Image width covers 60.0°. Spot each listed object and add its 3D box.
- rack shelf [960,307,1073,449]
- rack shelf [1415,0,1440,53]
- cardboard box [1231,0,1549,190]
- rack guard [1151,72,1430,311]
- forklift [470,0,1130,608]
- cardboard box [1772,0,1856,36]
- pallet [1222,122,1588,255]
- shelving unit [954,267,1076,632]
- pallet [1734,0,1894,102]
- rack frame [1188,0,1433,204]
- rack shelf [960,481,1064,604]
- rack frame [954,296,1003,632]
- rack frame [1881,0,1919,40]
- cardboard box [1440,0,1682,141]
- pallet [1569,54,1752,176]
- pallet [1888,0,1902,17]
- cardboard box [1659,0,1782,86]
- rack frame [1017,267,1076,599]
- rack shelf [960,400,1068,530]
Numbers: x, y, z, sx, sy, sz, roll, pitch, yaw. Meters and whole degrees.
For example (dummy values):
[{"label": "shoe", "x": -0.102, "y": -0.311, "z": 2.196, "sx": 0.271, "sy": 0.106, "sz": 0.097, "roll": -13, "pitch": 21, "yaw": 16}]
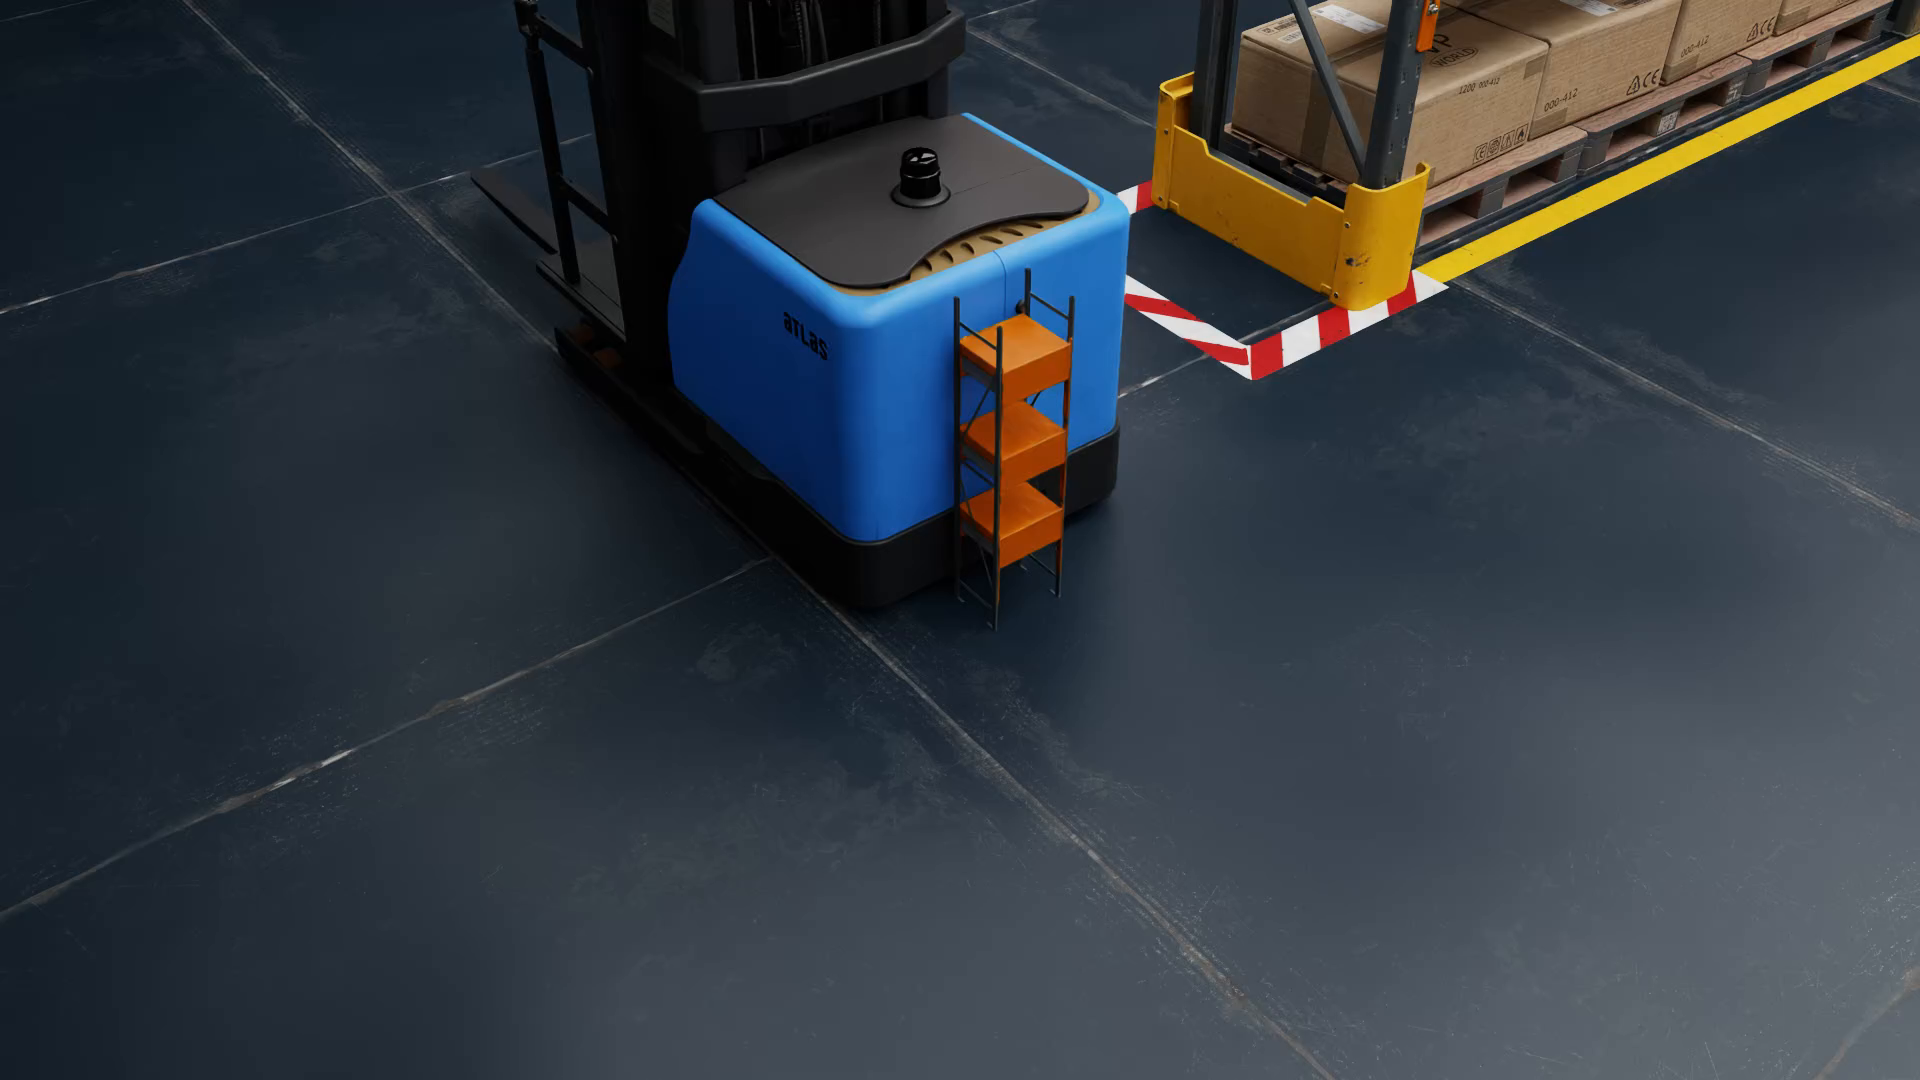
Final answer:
[{"label": "rack shelf", "x": 0.143, "y": -0.444, "z": 4.533, "sx": 0.240, "sy": 0.259, "sz": 0.215, "roll": -26, "pitch": 46, "yaw": -28}, {"label": "rack shelf", "x": 2.874, "y": -2.875, "z": 6.957, "sx": 4.000, "sy": 0.370, "sz": 1.077, "roll": -26, "pitch": 46, "yaw": -28}, {"label": "cardboard box", "x": 1.751, "y": -1.857, "z": 6.838, "sx": 0.875, "sy": 0.438, "sz": 0.875, "roll": -28, "pitch": 47, "yaw": -29}, {"label": "rack guard", "x": 1.269, "y": -1.405, "z": 6.568, "sx": 0.348, "sy": 0.500, "sz": 1.175, "roll": -26, "pitch": 46, "yaw": -28}, {"label": "forklift", "x": -0.792, "y": -1.815, "z": 5.151, "sx": 1.130, "sy": 2.935, "sz": 3.031, "roll": -26, "pitch": 46, "yaw": -28}, {"label": "cardboard box", "x": 3.897, "y": -2.909, "z": 8.120, "sx": 0.875, "sy": 0.438, "sz": 0.875, "roll": -27, "pitch": 46, "yaw": -29}, {"label": "pallet", "x": 1.874, "y": -1.650, "z": 7.096, "sx": 1.213, "sy": 0.211, "sz": 1.003, "roll": -26, "pitch": 46, "yaw": -28}, {"label": "shelving unit", "x": 0.143, "y": -0.233, "z": 4.706, "sx": 0.252, "sy": 1.050, "sz": 0.215, "roll": -26, "pitch": 46, "yaw": -28}, {"label": "pallet", "x": 3.809, "y": -2.593, "z": 8.245, "sx": 1.213, "sy": 0.211, "sz": 1.003, "roll": -26, "pitch": 46, "yaw": -28}, {"label": "rack frame", "x": 1.288, "y": -2.380, "z": 5.786, "sx": 0.127, "sy": 3.000, "sz": 1.000, "roll": -26, "pitch": 46, "yaw": -28}, {"label": "rack shelf", "x": 0.143, "y": -0.010, "z": 4.889, "sx": 0.240, "sy": 0.259, "sz": 0.215, "roll": -26, "pitch": 46, "yaw": -28}, {"label": "rack frame", "x": 0.047, "y": -0.186, "z": 4.649, "sx": 0.008, "sy": 1.050, "sz": 0.200, "roll": -26, "pitch": 46, "yaw": -28}, {"label": "rack frame", "x": 4.460, "y": -3.926, "z": 7.671, "sx": 0.127, "sy": 3.000, "sz": 1.000, "roll": -26, "pitch": 46, "yaw": -28}, {"label": "cardboard box", "x": 2.471, "y": -2.215, "z": 7.274, "sx": 0.875, "sy": 0.438, "sz": 0.875, "roll": -25, "pitch": 45, "yaw": -27}, {"label": "pallet", "x": 2.841, "y": -2.119, "z": 7.667, "sx": 1.213, "sy": 0.211, "sz": 1.003, "roll": -26, "pitch": 46, "yaw": -28}, {"label": "pallet", "x": 5.026, "y": -3.184, "z": 8.965, "sx": 1.213, "sy": 0.211, "sz": 1.003, "roll": -26, "pitch": 46, "yaw": -28}, {"label": "cardboard box", "x": 3.187, "y": -2.563, "z": 7.698, "sx": 0.875, "sy": 0.438, "sz": 0.875, "roll": -27, "pitch": 47, "yaw": -29}, {"label": "rack frame", "x": 0.240, "y": -0.280, "z": 4.763, "sx": 0.008, "sy": 1.050, "sz": 0.200, "roll": -26, "pitch": 46, "yaw": -28}, {"label": "rack shelf", "x": 0.143, "y": -0.225, "z": 4.713, "sx": 0.240, "sy": 0.259, "sz": 0.215, "roll": -26, "pitch": 46, "yaw": -28}]
